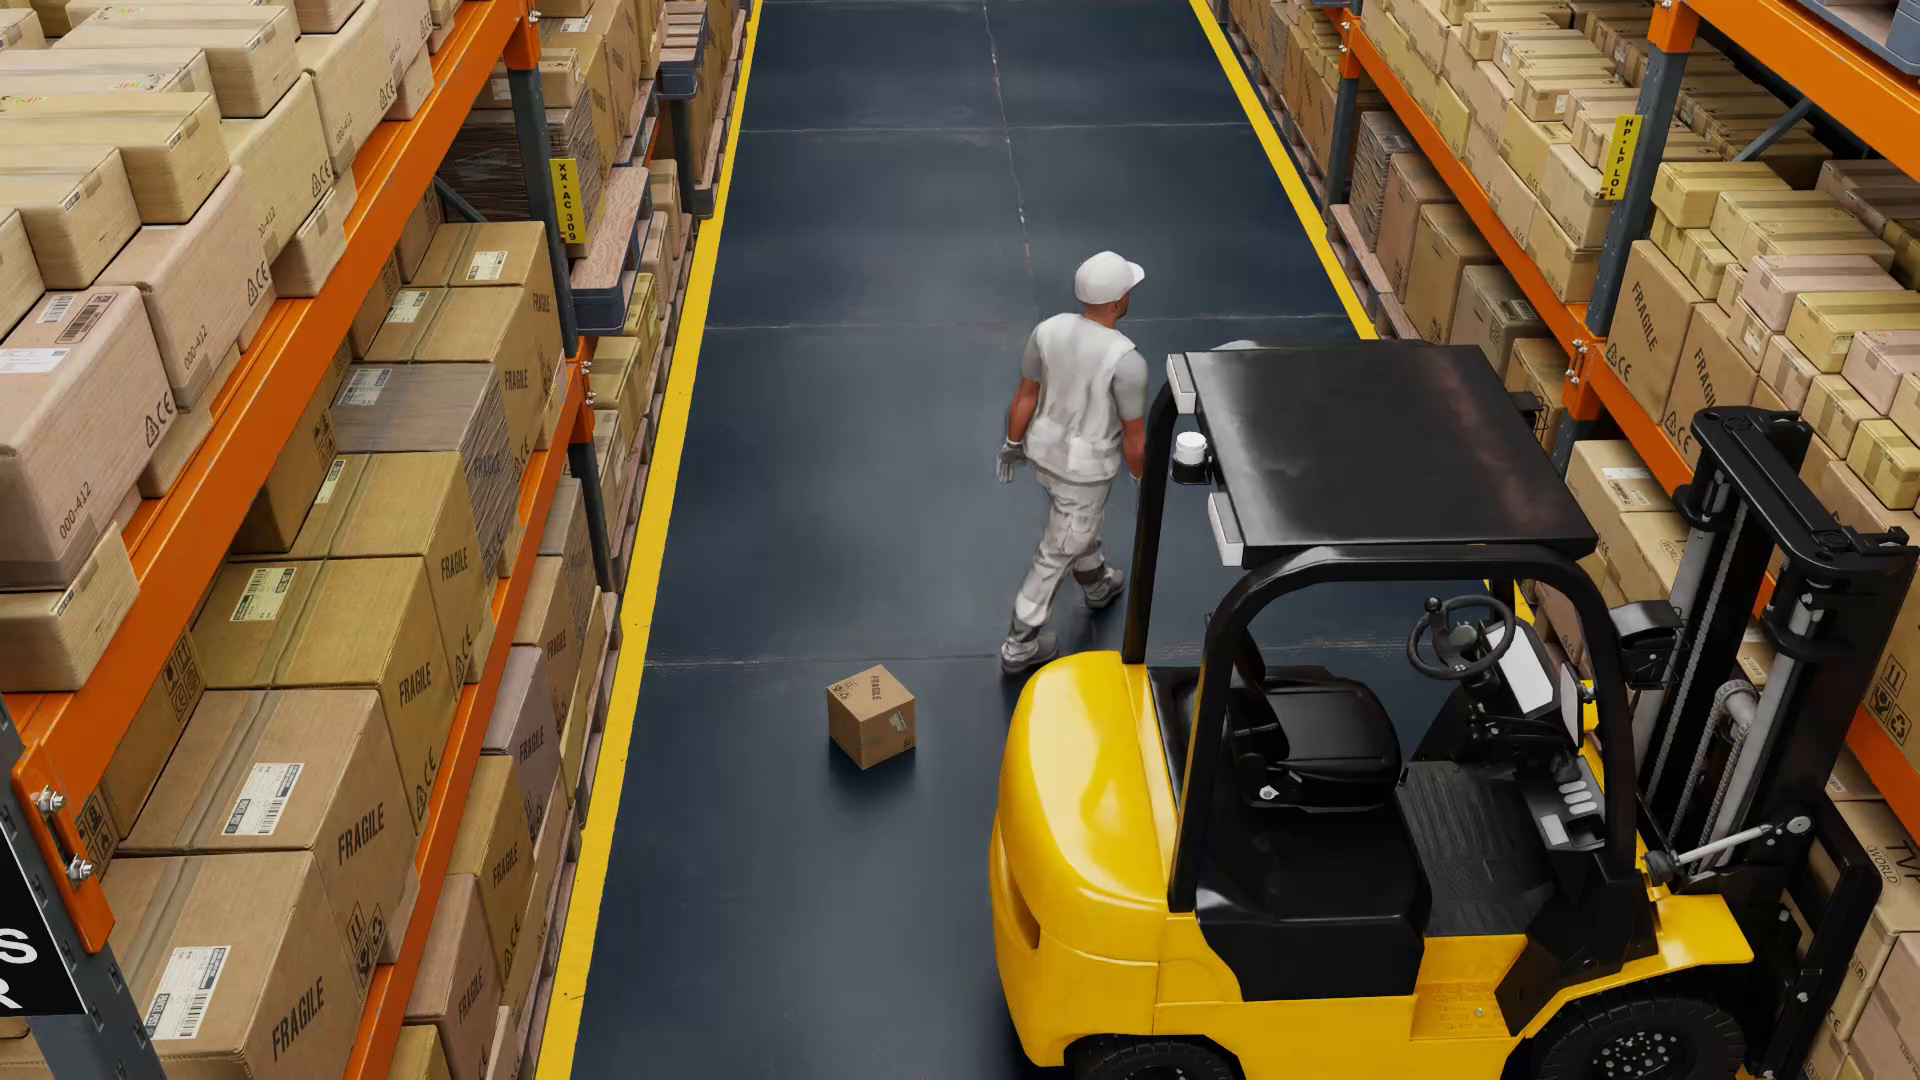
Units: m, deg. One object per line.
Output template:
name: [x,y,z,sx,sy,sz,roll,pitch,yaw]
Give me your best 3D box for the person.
person: [0.502,-0.320,6.576,0.871,1.759,0.579,-26,43,-32]
